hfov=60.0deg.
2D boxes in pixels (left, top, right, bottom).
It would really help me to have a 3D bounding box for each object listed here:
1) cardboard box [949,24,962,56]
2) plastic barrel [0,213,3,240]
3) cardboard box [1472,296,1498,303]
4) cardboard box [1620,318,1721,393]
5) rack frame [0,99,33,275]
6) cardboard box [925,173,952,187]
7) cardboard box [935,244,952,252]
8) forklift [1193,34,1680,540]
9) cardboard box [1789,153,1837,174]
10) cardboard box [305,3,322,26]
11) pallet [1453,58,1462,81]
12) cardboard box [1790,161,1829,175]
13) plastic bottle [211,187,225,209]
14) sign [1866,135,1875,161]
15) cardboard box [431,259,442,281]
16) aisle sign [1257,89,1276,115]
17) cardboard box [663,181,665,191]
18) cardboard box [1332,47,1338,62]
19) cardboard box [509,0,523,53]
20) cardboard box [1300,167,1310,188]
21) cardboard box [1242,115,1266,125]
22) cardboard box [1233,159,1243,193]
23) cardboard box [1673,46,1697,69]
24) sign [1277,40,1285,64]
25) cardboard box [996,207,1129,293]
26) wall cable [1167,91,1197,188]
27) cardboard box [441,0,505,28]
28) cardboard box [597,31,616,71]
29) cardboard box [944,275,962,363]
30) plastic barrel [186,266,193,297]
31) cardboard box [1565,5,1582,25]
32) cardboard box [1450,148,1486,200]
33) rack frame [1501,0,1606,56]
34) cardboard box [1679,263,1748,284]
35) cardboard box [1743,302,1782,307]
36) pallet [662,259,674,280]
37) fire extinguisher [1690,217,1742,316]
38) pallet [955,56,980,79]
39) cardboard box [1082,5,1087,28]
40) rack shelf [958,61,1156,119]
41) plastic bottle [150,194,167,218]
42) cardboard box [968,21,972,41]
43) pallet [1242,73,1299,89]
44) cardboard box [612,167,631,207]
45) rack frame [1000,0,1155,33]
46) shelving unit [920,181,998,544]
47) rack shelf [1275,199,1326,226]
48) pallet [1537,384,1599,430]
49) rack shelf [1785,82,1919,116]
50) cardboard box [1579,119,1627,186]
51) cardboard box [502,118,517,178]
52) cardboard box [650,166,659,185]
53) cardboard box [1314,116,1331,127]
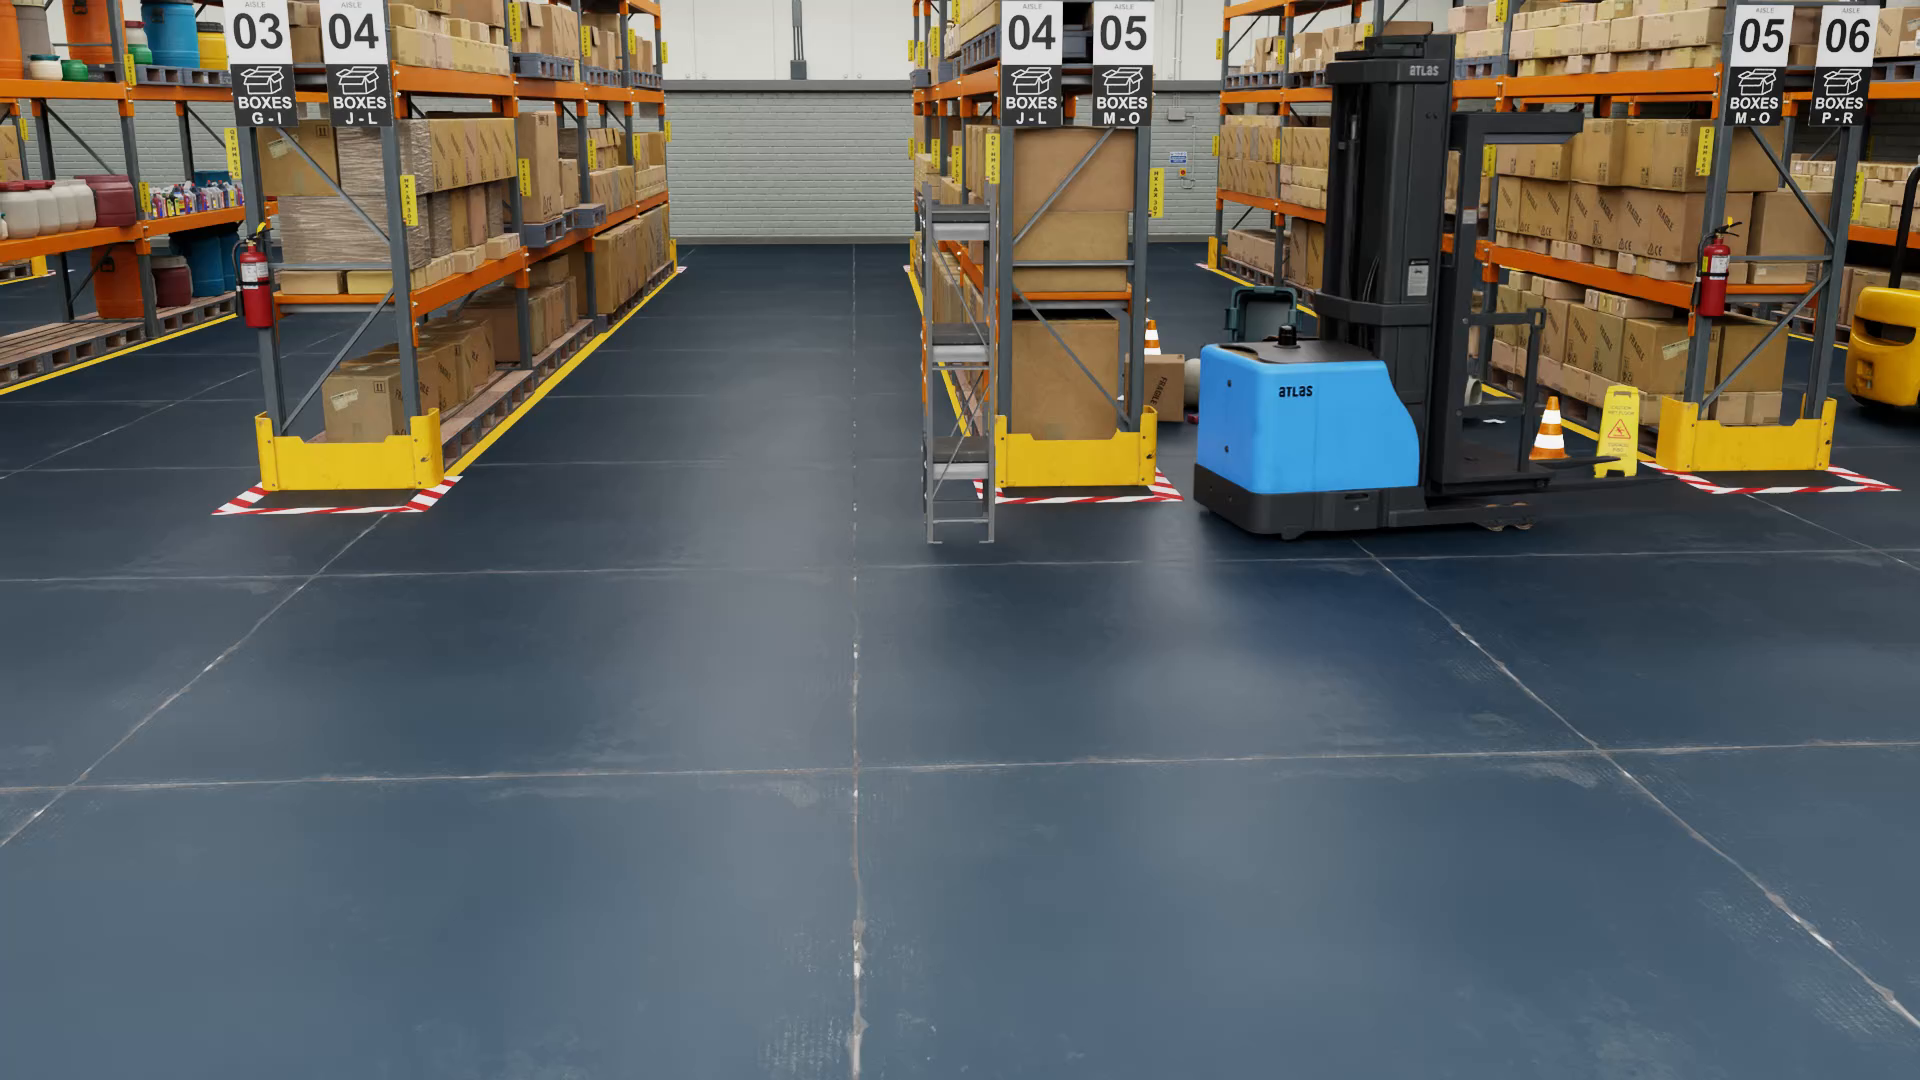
[{"bbox_3d":[0.157,-5.087,16.893,0.500,0.311,0.500,-1,14,-4],"label":"cardboard box"},{"bbox_3d":[-9.224,-3.046,15.571,0.433,0.535,0.433,0,14,0],"label":"plastic barrel"},{"bbox_3d":[5.323,-2.381,17.691,0.950,0.372,0.625,0,14,-2],"label":"cardboard box"},{"bbox_3d":[5.389,-1.403,12.631,0.500,0.500,0.500,-1,14,-3],"label":"cardboard box"},{"bbox_3d":[-15.071,-5.647,25.956,1.000,3.000,0.127,-1,14,-3],"label":"rack frame"},{"bbox_3d":[-0.216,-4.203,19.406,0.380,0.149,0.250,-1,14,-2],"label":"cardboard box"},{"bbox_3d":[-0.035,-3.383,19.825,0.500,0.250,0.500,-1,14,-5],"label":"cardboard box"},{"bbox_3d":[3.083,-1.596,10.349,3.031,2.935,1.130,-4,15,-14],"label":"forklift"},{"bbox_3d":[10.281,-4.423,20.152,0.500,0.500,0.500,0,14,-1],"label":"cardboard box"},{"bbox_3d":[-4.420,-3.524,11.184,0.380,0.149,0.250,-1,14,-5],"label":"cardboard box"},{"bbox_3d":[5.452,-4.743,16.797,1.213,0.211,1.003,-1,14,-3],"label":"pallet"},{"bbox_3d":[9.883,-4.319,19.291,0.380,0.149,0.250,0,14,-2],"label":"cardboard box"},{"bbox_3d":[-9.478,-4.359,21.196,0.152,0.276,0.135,-1,14,-3],"label":"plastic bottle"},{"bbox_3d":[10.711,-4.610,19.602,0.100,0.325,0.005,-1,14,-3],"label":"sign"},{"bbox_3d":[-4.005,-1.960,12.128,0.380,0.149,0.250,-1,14,-3],"label":"cardboard box"},{"bbox_3d":[5.012,-7.234,26.905,0.394,0.787,0.004,-1,14,-3],"label":"aisle sign"},{"bbox_3d":[-4.815,-5.530,26.002,0.380,0.149,0.250,-1,14,-3],"label":"cardboard box"},{"bbox_3d":[4.768,-5.891,20.309,0.396,0.266,0.258,-1,14,-5],"label":"cardboard box"},{"bbox_3d":[-4.370,-4.639,14.969,0.797,0.503,0.637,-2,15,-6],"label":"cardboard box"},{"bbox_3d":[4.766,-4.758,21.797,0.500,0.250,0.500,-1,14,-3],"label":"cardboard box"},{"bbox_3d":[4.545,-6.446,25.552,0.380,0.149,0.250,-1,14,-3],"label":"cardboard box"},{"bbox_3d":[4.523,-5.625,25.667,0.500,0.500,0.500,-1,14,-4],"label":"cardboard box"},{"bbox_3d":[5.349,-3.450,11.900,0.380,0.149,0.250,-1,14,-3],"label":"cardboard box"},{"bbox_3d":[4.401,-6.690,22.792,0.100,0.325,0.005,-1,14,-3],"label":"sign"},{"bbox_3d":[0.696,-2.036,11.618,0.875,0.550,0.550,-1,14,-3],"label":"cardboard box"},{"bbox_3d":[4.335,-7.862,32.460,0.585,1.953,0.123,-1,14,-3],"label":"wall cable"},{"bbox_3d":[-4.158,-4.594,14.042,0.500,0.500,0.500,-1,14,-5],"label":"cardboard box"},{"bbox_3d":[-4.890,-6.365,21.681,0.700,0.500,0.500,-1,14,-2],"label":"cardboard box"},{"bbox_3d":[0.388,-2.133,15.970,1.050,0.750,0.750,-1,14,-4],"label":"cardboard box"},{"bbox_3d":[-9.873,-3.273,20.878,0.421,0.512,0.421,0,14,0],"label":"plastic barrel"},{"bbox_3d":[5.253,-4.345,13.778,0.380,0.149,0.250,-1,14,-5],"label":"cardboard box"},{"bbox_3d":[5.161,-3.598,16.352,0.500,0.500,0.500,-1,14,-3],"label":"cardboard box"},{"bbox_3d":[5.451,-5.873,14.794,1.000,3.000,0.127,-1,14,-3],"label":"rack frame"},{"bbox_3d":[5.462,-1.941,12.055,0.380,0.149,0.250,0,14,-2],"label":"cardboard box"},{"bbox_3d":[9.916,-3.135,20.365,0.500,0.500,0.500,0,14,-2],"label":"cardboard box"},{"bbox_3d":[-5.056,-4.251,26.126,1.003,0.211,1.213,-1,14,-3],"label":"pallet"},{"bbox_3d":[5.246,-1.900,11.547,0.296,0.674,0.183,-1,14,-3],"label":"fire extinguisher"},{"bbox_3d":[0.411,-4.454,15.681,0.805,0.209,1.217,-1,15,-6],"label":"pallet"},{"bbox_3d":[1.047,-3.608,11.470,0.380,0.149,0.250,-1,14,-3],"label":"cardboard box"},{"bbox_3d":[0.641,-3.473,12.930,1.077,0.370,4.000,-1,14,-3],"label":"rack shelf"},{"bbox_3d":[-9.364,-3.901,19.417,0.152,0.276,0.135,-1,14,-3],"label":"plastic bottle"},{"bbox_3d":[0.265,-4.100,13.384,0.380,0.149,0.250,-1,14,-4],"label":"cardboard box"},{"bbox_3d":[4.842,-6.874,24.880,1.003,0.211,1.213,-1,14,-3],"label":"pallet"},{"bbox_3d":[-4.610,-4.618,21.753,0.500,0.500,0.500,0,14,-2],"label":"cardboard box"},{"bbox_3d":[0.764,-4.777,10.533,1.000,3.000,0.127,-1,14,-3],"label":"rack frame"},{"bbox_3d":[-0.010,-1.058,9.925,0.431,2.100,0.503,-1,14,-3],"label":"shelving unit"},{"bbox_3d":[5.079,-4.112,21.431,1.077,0.370,4.000,-1,14,-3],"label":"rack shelf"},{"bbox_3d":[5.606,-1.147,14.060,1.003,0.211,1.213,-1,14,-3],"label":"pallet"},{"bbox_3d":[10.281,-4.647,17.492,1.077,0.370,4.000,-1,14,-3],"label":"rack shelf"},{"bbox_3d":[5.291,-3.025,12.959,0.700,0.500,0.500,-1,14,-4],"label":"cardboard box"},{"bbox_3d":[-4.138,-3.384,14.355,0.500,0.500,0.500,-1,14,-3],"label":"cardboard box"},{"bbox_3d":[-4.826,-5.502,25.093,0.500,0.250,0.500,-1,14,-5],"label":"cardboard box"},{"bbox_3d":[5.195,-5.887,23.378,0.380,0.149,0.250,-1,14,-4],"label":"cardboard box"}]
